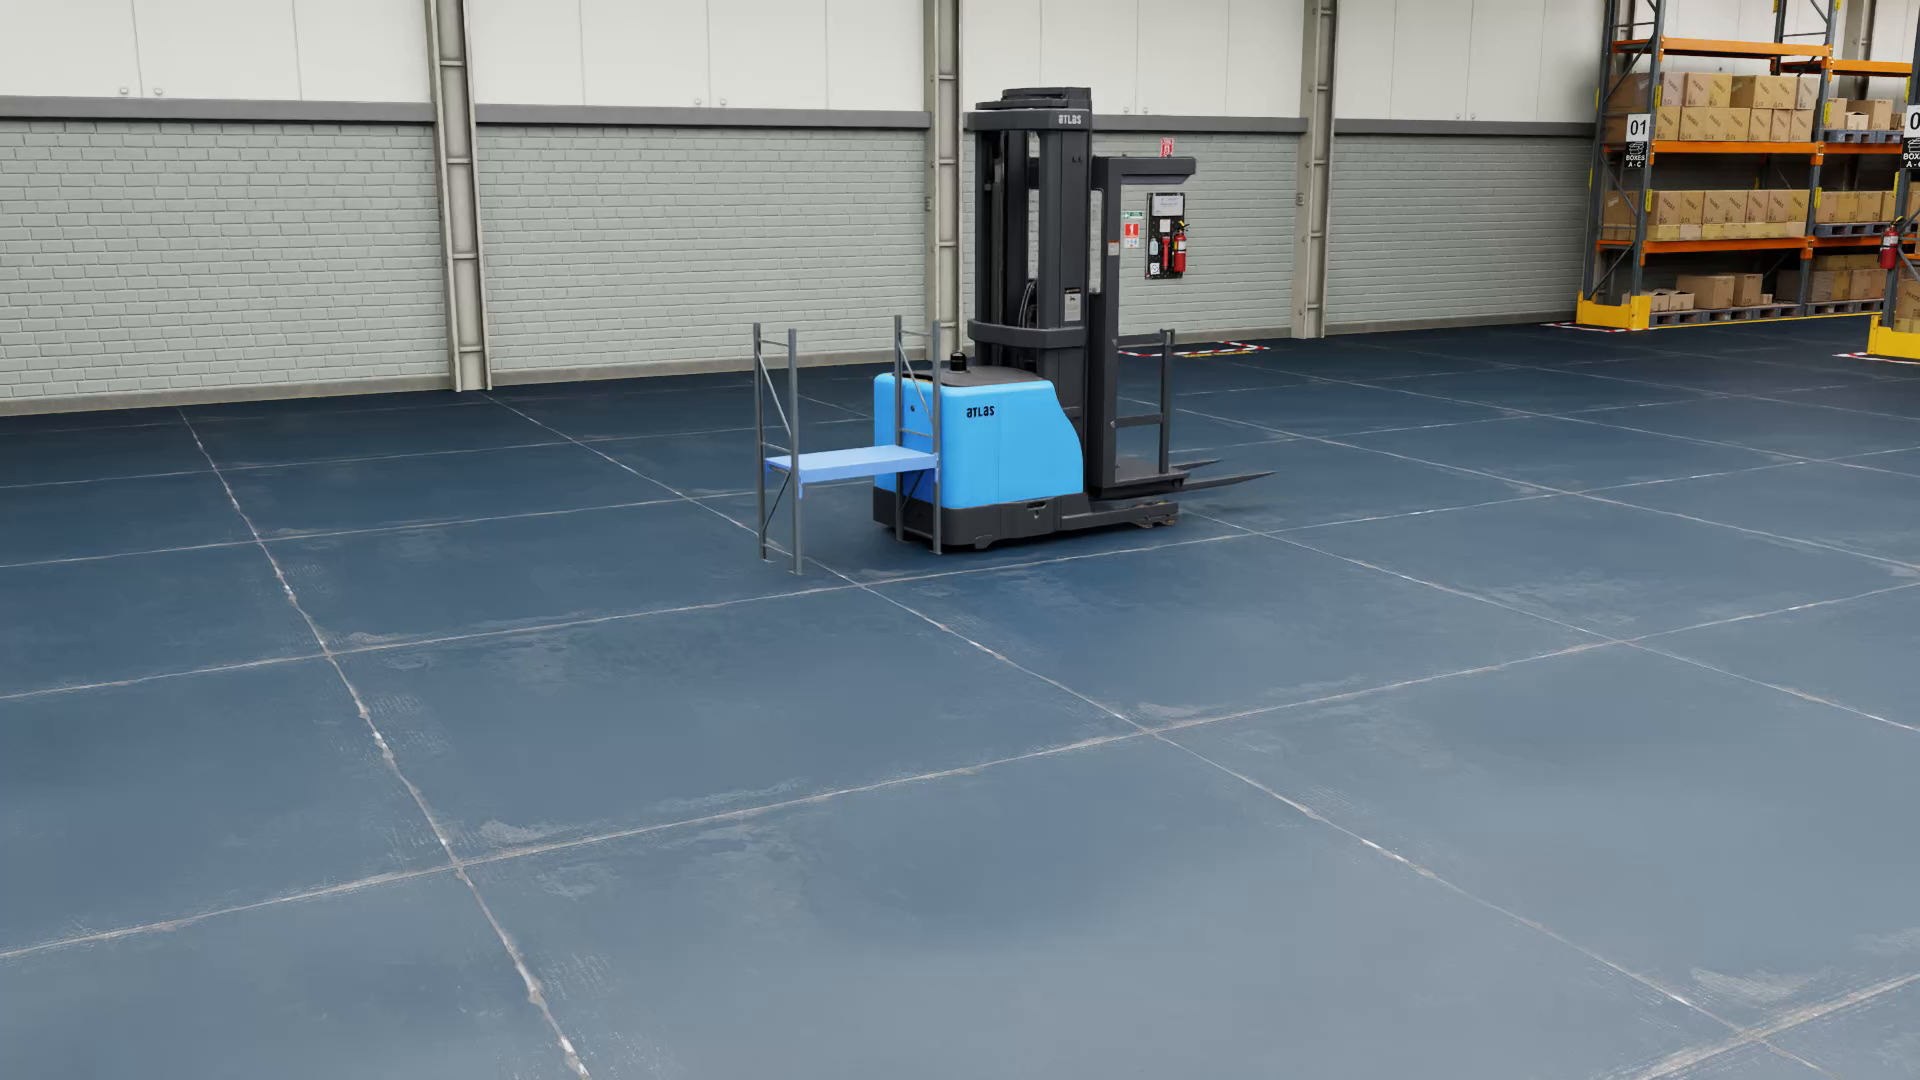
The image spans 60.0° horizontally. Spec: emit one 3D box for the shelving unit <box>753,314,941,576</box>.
[{"bbox_3d":[-0.697,-0.620,10.449,1.048,1.500,0.538,-8,15,-33],"label":"shelving unit"}]

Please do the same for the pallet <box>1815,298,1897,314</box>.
[{"bbox_3d":[15.390,-4.081,28.760,1.213,0.211,1.003,-7,14,-28],"label":"pallet"}]

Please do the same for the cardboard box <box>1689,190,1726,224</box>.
[{"bbox_3d":[11.583,-5.207,26.001,0.500,0.500,0.500,-7,15,-30],"label":"cardboard box"}]

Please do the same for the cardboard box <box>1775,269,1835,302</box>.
[{"bbox_3d":[14.274,-4.305,28.099,0.500,0.500,0.700,-6,14,-26],"label":"cardboard box"}]

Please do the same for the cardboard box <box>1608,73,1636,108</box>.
[{"bbox_3d":[10.378,-6.914,25.618,0.500,0.500,0.500,-6,14,-25],"label":"cardboard box"}]

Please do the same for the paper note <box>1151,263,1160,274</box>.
[{"bbox_3d":[2.682,-3.730,22.859,0.142,0.148,0.016,-7,14,-28],"label":"paper note"}]

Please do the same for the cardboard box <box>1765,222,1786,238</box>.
[{"bbox_3d":[12.924,-5.007,26.822,0.500,0.250,0.500,-7,14,-28],"label":"cardboard box"}]

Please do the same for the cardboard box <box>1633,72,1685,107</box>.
[{"bbox_3d":[10.579,-6.812,25.165,0.500,0.500,0.500,-8,15,-32],"label":"cardboard box"}]

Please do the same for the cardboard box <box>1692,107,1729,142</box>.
[{"bbox_3d":[11.480,-6.423,25.711,0.500,0.500,0.500,-6,14,-25],"label":"cardboard box"}]

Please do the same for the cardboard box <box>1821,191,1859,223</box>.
[{"bbox_3d":[14.593,-5.597,27.919,0.500,0.500,0.700,-5,14,-22],"label":"cardboard box"}]

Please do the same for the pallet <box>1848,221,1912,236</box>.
[{"bbox_3d":[15.429,-5.341,28.445,1.213,0.211,1.003,-7,14,-28],"label":"pallet"}]

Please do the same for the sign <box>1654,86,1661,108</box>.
[{"bbox_3d":[10.385,-6.594,24.755,0.005,0.325,0.100,-7,14,-28],"label":"sign"}]

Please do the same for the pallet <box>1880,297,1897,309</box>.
[{"bbox_3d":[16.460,-4.208,29.327,1.213,0.211,1.003,-7,14,-28],"label":"pallet"}]

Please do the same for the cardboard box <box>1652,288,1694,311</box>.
[{"bbox_3d":[11.275,-3.827,26.405,0.500,0.311,0.500,-6,14,-23],"label":"cardboard box"}]

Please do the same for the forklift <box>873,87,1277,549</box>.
[{"bbox_3d":[0.914,-1.595,11.521,3.031,2.935,1.130,-8,15,-33],"label":"forklift"}]

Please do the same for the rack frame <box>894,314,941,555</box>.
[{"bbox_3d":[-0.274,-0.682,10.725,0.032,1.500,0.500,-8,15,-33],"label":"rack frame"}]

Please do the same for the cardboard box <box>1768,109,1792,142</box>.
[{"bbox_3d":[12.861,-6.600,26.499,0.500,0.500,0.500,-8,15,-33],"label":"cardboard box"}]

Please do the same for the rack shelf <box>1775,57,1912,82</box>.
[{"bbox_3d":[15.391,-7.821,27.914,4.000,0.370,1.077,-7,14,-28],"label":"rack shelf"}]

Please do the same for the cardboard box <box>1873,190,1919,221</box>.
[{"bbox_3d":[16.261,-5.798,28.813,0.500,0.500,0.700,-8,15,-33],"label":"cardboard box"}]

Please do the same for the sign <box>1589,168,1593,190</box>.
[{"bbox_3d":[9.876,-5.637,25.968,0.005,0.325,0.100,-7,14,-28],"label":"sign"}]

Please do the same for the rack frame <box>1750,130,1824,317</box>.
[{"bbox_3d":[13.635,-5.230,27.515,0.127,3.000,1.000,-7,14,-28],"label":"rack frame"}]

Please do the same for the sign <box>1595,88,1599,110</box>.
[{"bbox_3d":[9.876,-6.813,25.703,0.005,0.325,0.100,-7,14,-28],"label":"sign"}]

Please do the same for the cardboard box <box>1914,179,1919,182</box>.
[{"bbox_3d":[17.420,-6.318,29.691,0.500,0.250,0.500,-6,14,-26],"label":"cardboard box"}]

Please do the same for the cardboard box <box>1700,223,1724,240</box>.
[{"bbox_3d":[11.604,-4.845,26.104,0.500,0.250,0.500,-7,15,-29],"label":"cardboard box"}]

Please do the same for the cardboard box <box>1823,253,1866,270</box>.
[{"bbox_3d":[15.113,-4.774,28.472,0.500,0.250,0.500,-7,15,-29],"label":"cardboard box"}]

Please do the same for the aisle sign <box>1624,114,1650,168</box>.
[{"bbox_3d":[10.205,-6.012,25.069,0.004,0.787,0.394,-7,14,-28],"label":"aisle sign"}]

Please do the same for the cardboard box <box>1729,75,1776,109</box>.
[{"bbox_3d":[12.396,-7.018,26.078,0.500,0.500,0.500,-7,15,-30],"label":"cardboard box"}]

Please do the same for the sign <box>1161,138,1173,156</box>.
[{"bbox_3d":[2.816,-5.315,22.613,0.199,0.298,0.001,-7,14,-28],"label":"sign"}]

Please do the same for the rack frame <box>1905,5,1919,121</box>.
[{"bbox_3d":[12.501,-6.781,20.746,0.127,3.000,1.000,-7,14,-28],"label":"rack frame"}]

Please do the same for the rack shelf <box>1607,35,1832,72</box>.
[{"bbox_3d":[11.880,-7.593,26.001,4.000,0.370,1.077,-7,14,-28],"label":"rack shelf"}]

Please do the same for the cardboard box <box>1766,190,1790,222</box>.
[{"bbox_3d":[12.933,-5.369,26.723,0.500,0.500,0.500,-7,14,-28],"label":"cardboard box"}]

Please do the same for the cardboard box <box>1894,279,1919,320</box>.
[{"bbox_3d":[12.829,-3.198,22.084,0.500,0.500,0.500,-7,14,-28],"label":"cardboard box"}]

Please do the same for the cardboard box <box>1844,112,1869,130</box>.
[{"bbox_3d":[14.694,-6.961,27.624,0.500,0.311,0.500,-6,14,-26],"label":"cardboard box"}]

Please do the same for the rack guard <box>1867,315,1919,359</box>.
[{"bbox_3d":[12.480,-2.633,21.668,0.348,0.500,1.175,-7,14,-28],"label":"rack guard"}]

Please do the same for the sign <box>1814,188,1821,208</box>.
[{"bbox_3d":[13.902,-5.548,26.959,0.005,0.325,0.100,-7,14,-28],"label":"sign"}]

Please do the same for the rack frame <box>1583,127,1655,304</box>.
[{"bbox_3d":[10.125,-4.809,25.645,0.127,3.000,1.000,-7,14,-28],"label":"rack frame"}]

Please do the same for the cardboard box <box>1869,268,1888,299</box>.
[{"bbox_3d":[15.609,-4.470,28.832,0.500,0.500,0.700,-7,14,-28],"label":"cardboard box"}]

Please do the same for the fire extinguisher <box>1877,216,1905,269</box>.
[{"bbox_3d":[12.175,-3.894,21.756,0.183,0.674,0.296,-7,14,-28],"label":"fire extinguisher"}]

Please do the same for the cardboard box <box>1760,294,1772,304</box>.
[{"bbox_3d":[13.180,-4.000,27.502,0.250,0.166,0.380,-9,16,-35],"label":"cardboard box"}]

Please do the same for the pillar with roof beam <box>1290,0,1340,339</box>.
[{"bbox_3d":[7.121,-6.515,19.563,0.400,9.000,9.100,-7,14,-28],"label":"pillar with roof beam"}]
